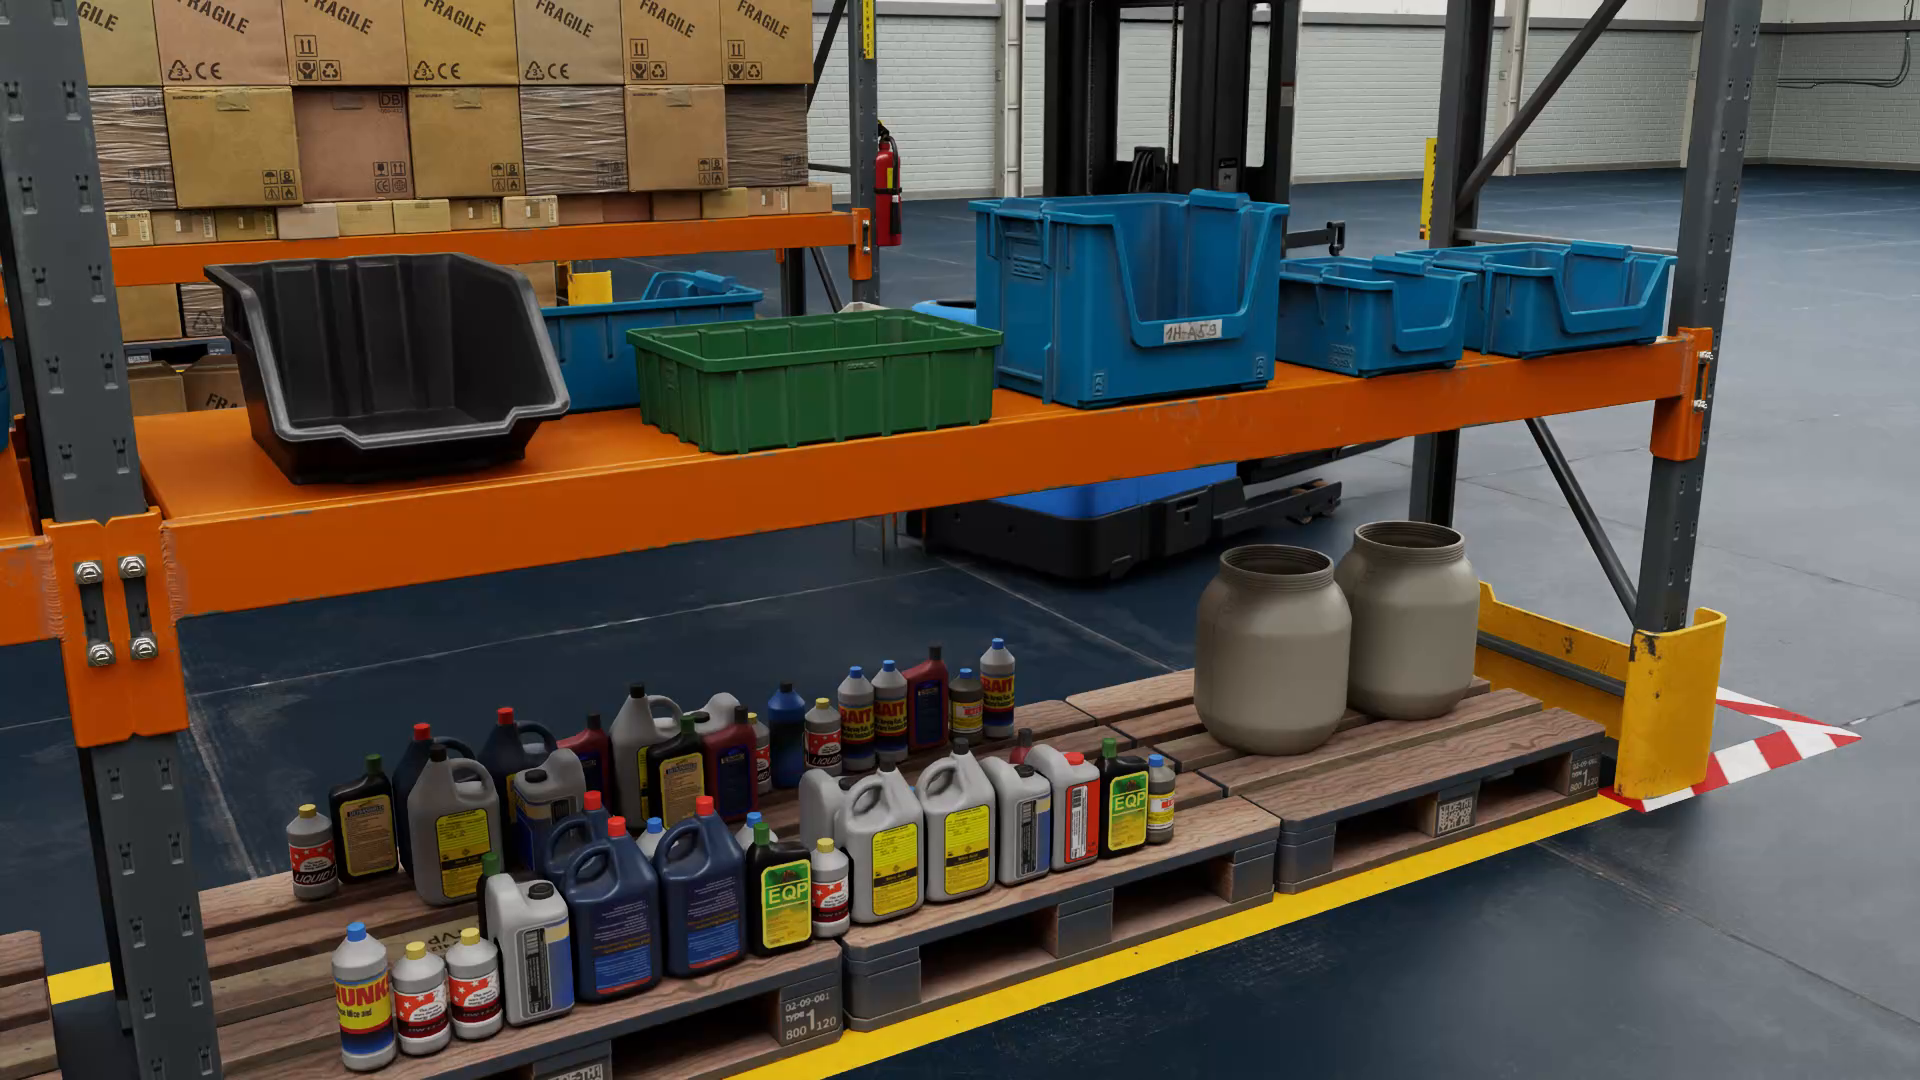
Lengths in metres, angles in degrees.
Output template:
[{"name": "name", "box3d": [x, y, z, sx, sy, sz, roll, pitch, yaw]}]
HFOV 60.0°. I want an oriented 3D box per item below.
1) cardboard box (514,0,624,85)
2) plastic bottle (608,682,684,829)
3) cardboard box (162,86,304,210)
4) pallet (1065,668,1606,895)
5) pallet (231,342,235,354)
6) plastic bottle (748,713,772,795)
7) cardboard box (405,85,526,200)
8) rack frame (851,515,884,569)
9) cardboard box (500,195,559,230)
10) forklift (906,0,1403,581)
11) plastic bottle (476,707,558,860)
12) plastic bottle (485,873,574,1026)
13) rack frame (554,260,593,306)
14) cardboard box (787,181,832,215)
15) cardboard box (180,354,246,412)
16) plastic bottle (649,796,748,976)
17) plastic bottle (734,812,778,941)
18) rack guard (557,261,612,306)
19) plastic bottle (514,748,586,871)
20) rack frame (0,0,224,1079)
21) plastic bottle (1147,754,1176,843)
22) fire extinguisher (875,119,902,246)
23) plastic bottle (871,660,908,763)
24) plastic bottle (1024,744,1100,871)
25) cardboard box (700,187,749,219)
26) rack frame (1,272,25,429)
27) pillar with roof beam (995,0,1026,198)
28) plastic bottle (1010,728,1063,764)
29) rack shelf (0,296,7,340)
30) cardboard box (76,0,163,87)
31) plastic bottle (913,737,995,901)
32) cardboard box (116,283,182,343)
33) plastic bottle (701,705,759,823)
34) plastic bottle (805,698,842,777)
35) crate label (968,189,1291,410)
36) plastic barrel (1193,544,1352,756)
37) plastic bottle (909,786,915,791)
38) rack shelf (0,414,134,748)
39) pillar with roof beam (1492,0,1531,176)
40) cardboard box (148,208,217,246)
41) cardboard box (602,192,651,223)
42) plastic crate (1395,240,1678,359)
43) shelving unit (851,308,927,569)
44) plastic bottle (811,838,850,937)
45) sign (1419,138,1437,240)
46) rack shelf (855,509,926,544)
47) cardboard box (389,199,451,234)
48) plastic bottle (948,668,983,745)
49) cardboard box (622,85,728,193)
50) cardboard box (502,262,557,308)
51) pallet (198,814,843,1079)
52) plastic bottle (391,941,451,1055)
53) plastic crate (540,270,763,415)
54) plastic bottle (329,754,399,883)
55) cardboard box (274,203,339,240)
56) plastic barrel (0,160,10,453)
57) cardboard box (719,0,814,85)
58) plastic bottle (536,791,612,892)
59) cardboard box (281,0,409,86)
[{"name": "cardboard box", "box3d": [-1.931, -2.420, 7.896, 0.500, 0.500, 0.500, -9, 18, -30]}, {"name": "plastic bottle", "box3d": [-0.765, 0.518, 4.099, 0.185, 0.351, 0.144, -9, 18, -30]}, {"name": "cardboard box", "box3d": [-3.296, -1.765, 7.414, 0.500, 0.500, 0.875, -9, 18, -30]}, {"name": "pallet", "box3d": [1.079, 0.601, 4.873, 1.213, 0.211, 1.003, -9, 18, -30]}, {"name": "pallet", "box3d": [-4.889, -1.541, 12.518, 1.213, 0.211, 1.003, -9, 18, -30]}, {"name": "plastic bottle", "box3d": [-0.536, 0.545, 4.278, 0.097, 0.201, 0.097, 0, 16, 0]}, {"name": "cardboard box", "box3d": [-2.470, -1.918, 7.959, 0.500, 0.500, 0.875, -9, 18, -30]}, {"name": "rack frame", "box3d": [-0.390, -0.404, 6.906, 0.008, 1.050, 0.200, -15, 22, -43]}, {"name": "cardboard box", "box3d": [-2.101, -1.579, 7.951, 0.250, 0.149, 0.380, -9, 18, -30]}, {"name": "forklift", "box3d": [1.150, -1.571, 7.583, 1.130, 2.935, 3.031, 15, 21, 42]}, {"name": "plastic bottle", "box3d": [-1.042, 0.562, 3.939, 0.185, 0.351, 0.144, -10, 19, -32]}, {"name": "plastic bottle", "box3d": [-0.848, 0.787, 3.276, 0.135, 0.276, 0.152, -8, 18, -28]}, {"name": "rack frame", "box3d": [-3.199, -3.182, 13.204, 0.127, 3.000, 1.000, -9, 18, -30]}, {"name": "cardboard box", "box3d": [-0.870, -1.812, 8.782, 0.250, 0.149, 0.380, -9, 18, -30]}, {"name": "cardboard box", "box3d": [-3.310, -0.591, 7.813, 0.500, 0.500, 0.500, -3, 16, -12]}, {"name": "plastic bottle", "box3d": [-0.542, 0.703, 3.438, 0.185, 0.351, 0.144, -10, 19, -32]}, {"name": "plastic bottle", "box3d": [-0.435, 0.712, 3.552, 0.097, 0.271, 0.097, 0, 16, 0]}, {"name": "rack guard", "box3d": [-3.179, -1.982, 13.553, 0.348, 0.500, 1.175, -9, 18, -30]}, {"name": "plastic bottle", "box3d": [-0.944, 0.629, 3.839, 0.135, 0.276, 0.152, -9, 18, -30]}, {"name": "rack frame", "box3d": [-1.610, -0.318, 2.988, 0.127, 3.000, 1.000, -9, 18, -30]}, {"name": "plastic bottle", "box3d": [0.471, 0.618, 4.018, 0.097, 0.201, 0.097, 0, 16, 0]}, {"name": "fire extinguisher", "box3d": [-0.396, -1.892, 8.747, 0.183, 0.674, 0.296, -9, 18, -30]}, {"name": "plastic bottle", "box3d": [-0.189, 0.455, 4.469, 0.097, 0.271, 0.097, 0, 16, 0]}, {"name": "plastic bottle", "box3d": [0.240, 0.611, 3.905, 0.135, 0.276, 0.152, -9, 18, -29]}, {"name": "cardboard box", "box3d": [-1.272, -1.731, 8.492, 0.250, 0.149, 0.380, -9, 18, -30]}, {"name": "rack frame", "box3d": [-4.160, -1.464, 7.076, 0.127, 3.000, 1.000, -9, 18, -30]}, {"name": "pillar with roof beam", "box3d": [3.047, -9.134, 23.321, 0.400, 9.000, 9.100, -9, 18, -30]}, {"name": "plastic bottle", "box3d": [0.185, 0.583, 3.992, 0.133, 0.283, 0.061, -9, 18, -30]}, {"name": "rack shelf", "box3d": [-5.875, -0.840, 6.182, 4.000, 0.370, 1.077, -9, 18, -30]}, {"name": "cardboard box", "box3d": [-3.644, -2.141, 6.901, 0.500, 0.500, 0.500, -9, 18, -30]}, {"name": "plastic bottle", "box3d": [-0.018, 0.618, 3.741, 0.185, 0.351, 0.144, -8, 18, -27]}, {"name": "cardboard box", "box3d": [-6.053, -1.876, 11.704, 0.875, 0.875, 0.875, -9, 18, -29]}, {"name": "plastic bottle", "box3d": [-0.568, 0.553, 4.098, 0.133, 0.283, 0.061, -9, 18, -30]}, {"name": "plastic bottle", "box3d": [-0.360, 0.516, 4.380, 0.097, 0.201, 0.097, 0, 16, 0]}, {"name": "crate label", "box3d": [0.381, -0.573, 3.831, 0.616, 0.435, 0.502, -9, 18, -30]}, {"name": "plastic barrel", "box3d": [0.865, 0.300, 4.613, 0.421, 0.512, 0.421, 0, 16, 0]}, {"name": "plastic bottle", "box3d": [-0.118, 0.668, 3.839, 0.097, 0.201, 0.097, 0, 16, 0]}, {"name": "rack shelf", "box3d": [-3.324, 0.306, 2.094, 4.000, 0.370, 1.077, -9, 18, -30]}, {"name": "pillar with roof beam", "box3d": [13.334, -10.802, 29.271, 0.400, 9.000, 9.100, -9, 18, -30]}, {"name": "cardboard box", "box3d": [-3.400, -1.377, 7.229, 0.250, 0.149, 0.380, -9, 18, -30]}, {"name": "cardboard box", "box3d": [-1.730, -1.674, 8.291, 0.250, 0.149, 0.380, -9, 18, -30]}, {"name": "plastic crate", "box3d": [1.544, -0.664, 4.497, 0.616, 0.251, 0.499, -9, 18, -30]}, {"name": "shelving unit", "box3d": [-0.303, -0.427, 6.989, 0.252, 1.050, 0.215, -15, 22, -43]}, {"name": "plastic bottle", "box3d": [-0.287, 0.741, 3.579, 0.097, 0.201, 0.097, 0, 16, 0]}, {"name": "sign", "box3d": [1.540, -1.136, 5.391, 0.005, 0.325, 0.100, -9, 18, -30]}, {"name": "rack shelf", "box3d": [-0.303, -0.149, 7.067, 0.240, 0.259, 0.215, -15, 22, -43]}, {"name": "cardboard box", "box3d": [-2.542, -1.515, 7.723, 0.250, 0.149, 0.380, -9, 18, -30]}, {"name": "plastic bottle", "box3d": [0.016, 0.455, 4.597, 0.097, 0.201, 0.097, 0, 16, 0]}, {"name": "cardboard box", "box3d": [-1.584, -2.044, 8.409, 0.500, 0.500, 0.875, -9, 18, -30]}, {"name": "cardboard box", "box3d": [-3.747, -2.252, 13.043, 0.875, 0.875, 0.875, -9, 18, -29]}, {"name": "pallet", "box3d": [-1.012, 0.941, 3.663, 1.213, 0.211, 1.003, -9, 18, -30]}, {"name": "plastic bottle", "box3d": [-1.024, 0.860, 3.153, 0.097, 0.201, 0.097, 0, 16, 0]}, {"name": "plastic crate", "box3d": [-0.801, -0.463, 3.781, 0.616, 0.251, 0.499, -9, 18, -30]}, {"name": "plastic bottle", "box3d": [-1.367, 0.635, 3.806, 0.133, 0.283, 0.061, -8, 18, -27]}, {"name": "cardboard box", "box3d": [-2.955, -1.439, 7.450, 0.250, 0.149, 0.380, -9, 18, -30]}, {"name": "plastic barrel", "box3d": [-2.097, -0.576, 2.979, 0.708, 0.901, 0.600, -9, 18, -30]}, {"name": "cardboard box", "box3d": [-1.076, -2.560, 8.394, 0.500, 0.500, 0.500, -9, 18, -30]}, {"name": "plastic bottle", "box3d": [-0.778, 0.696, 3.463, 0.185, 0.351, 0.144, -9, 18, -30]}, {"name": "cardboard box", "box3d": [-2.787, -2.280, 7.398, 0.500, 0.500, 0.500, -9, 18, -30]}]
